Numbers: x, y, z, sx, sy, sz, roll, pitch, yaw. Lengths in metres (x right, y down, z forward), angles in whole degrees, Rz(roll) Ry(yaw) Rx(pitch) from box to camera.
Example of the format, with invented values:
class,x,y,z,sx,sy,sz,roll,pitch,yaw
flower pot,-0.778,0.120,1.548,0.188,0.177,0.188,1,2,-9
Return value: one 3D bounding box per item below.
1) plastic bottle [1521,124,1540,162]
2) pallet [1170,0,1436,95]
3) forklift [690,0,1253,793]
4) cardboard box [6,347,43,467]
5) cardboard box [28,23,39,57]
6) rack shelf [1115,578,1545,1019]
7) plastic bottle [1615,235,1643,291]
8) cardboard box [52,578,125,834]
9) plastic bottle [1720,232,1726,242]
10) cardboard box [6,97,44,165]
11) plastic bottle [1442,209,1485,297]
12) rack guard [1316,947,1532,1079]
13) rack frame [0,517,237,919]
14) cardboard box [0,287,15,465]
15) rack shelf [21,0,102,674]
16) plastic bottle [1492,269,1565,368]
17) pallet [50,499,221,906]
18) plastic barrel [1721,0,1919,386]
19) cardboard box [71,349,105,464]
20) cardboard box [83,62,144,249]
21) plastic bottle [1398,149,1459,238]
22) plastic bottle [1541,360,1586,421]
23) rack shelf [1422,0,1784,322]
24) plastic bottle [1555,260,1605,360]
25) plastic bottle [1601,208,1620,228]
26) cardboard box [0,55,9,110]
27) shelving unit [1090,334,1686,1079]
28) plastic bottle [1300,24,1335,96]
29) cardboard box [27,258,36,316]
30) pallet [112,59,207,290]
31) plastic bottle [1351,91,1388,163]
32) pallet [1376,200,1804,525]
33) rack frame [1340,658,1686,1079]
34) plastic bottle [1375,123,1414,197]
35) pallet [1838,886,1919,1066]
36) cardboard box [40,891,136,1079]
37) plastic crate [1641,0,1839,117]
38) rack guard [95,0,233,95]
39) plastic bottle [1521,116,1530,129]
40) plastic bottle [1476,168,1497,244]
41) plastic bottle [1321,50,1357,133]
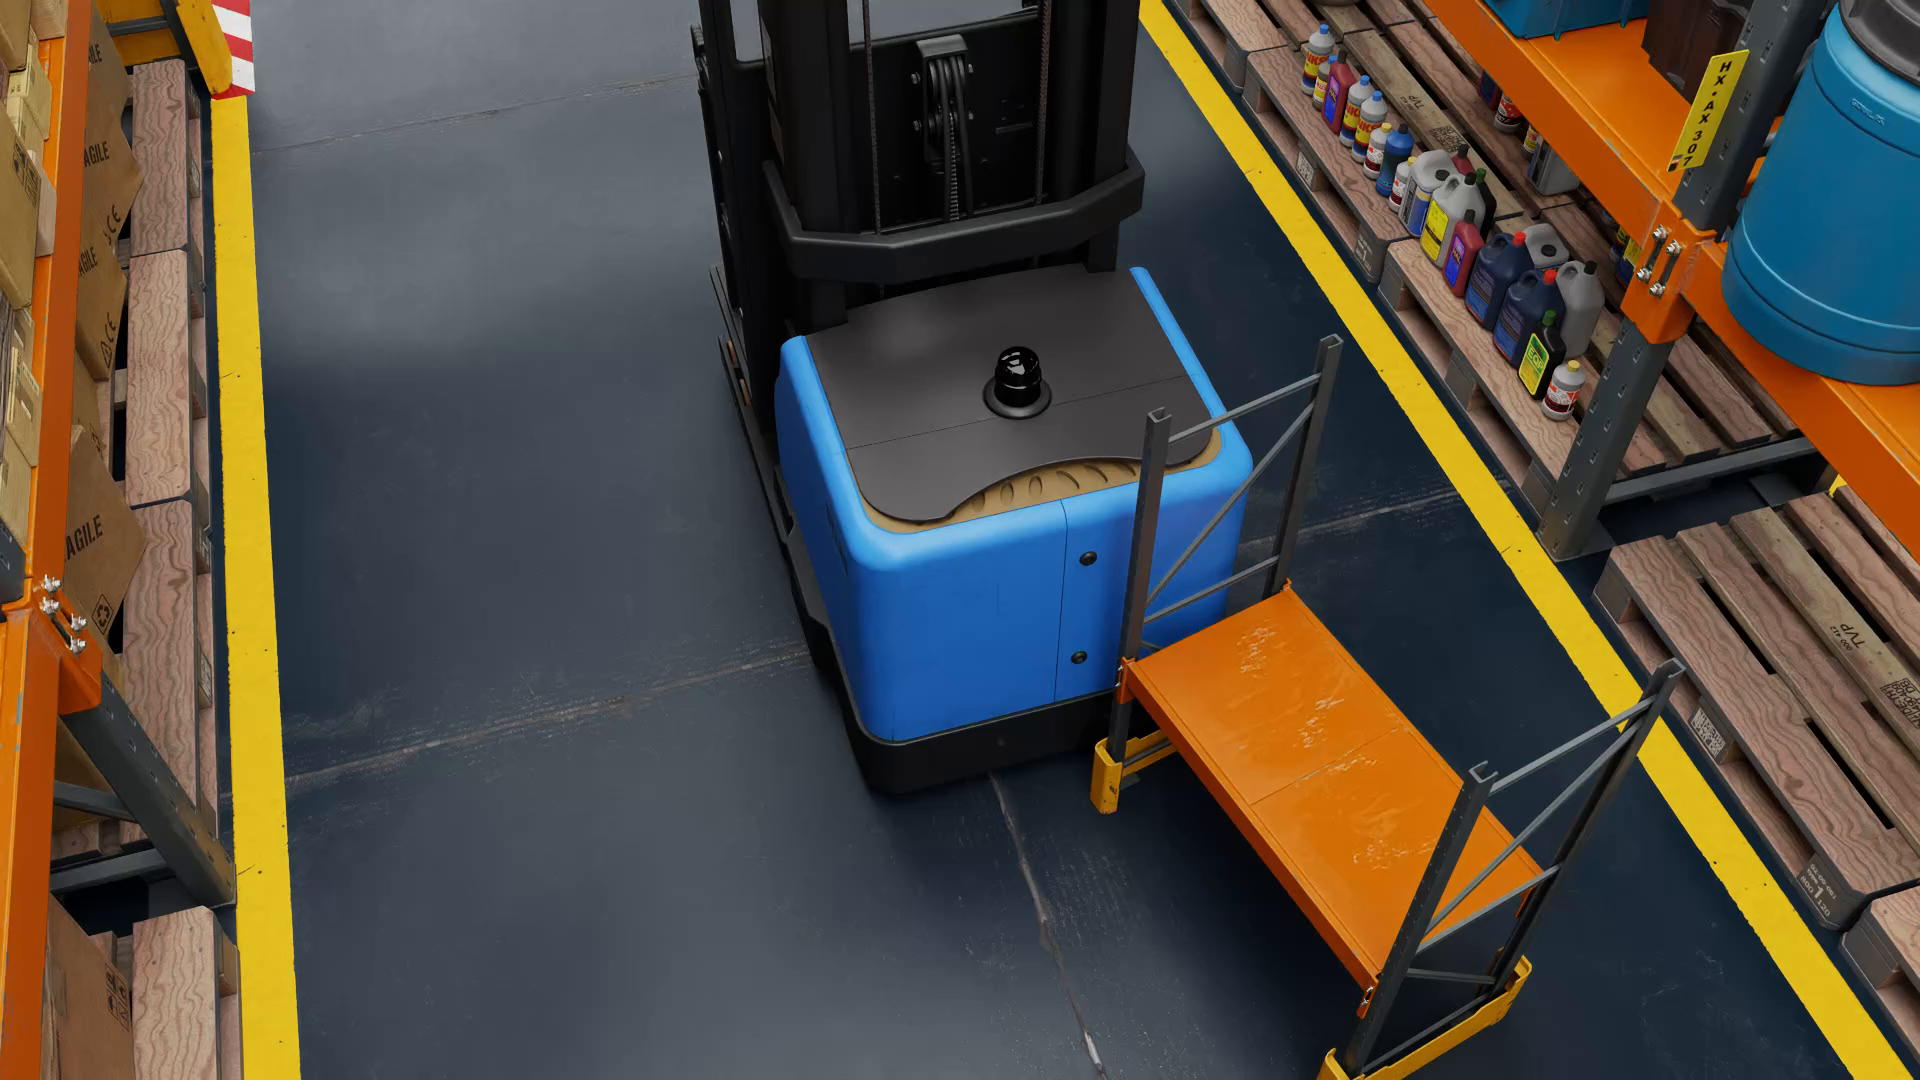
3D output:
class,x,y,z,sx,sy,sz,roll,pitch,yaw
plastic bottle,2.129,-1.495,6.091,0.097,0.201,0.097,0,50,0
pallet,1.430,-2.430,7.160,1.003,0.211,1.213,-13,51,-11
forklift,-0.183,-1.406,4.518,1.130,2.935,3.031,-13,51,-11
cardboard box,-2.259,-0.256,3.668,0.380,0.149,0.250,-13,51,-11
cardboard box,-2.771,-1.336,4.578,0.380,0.149,0.250,-13,51,-11
rack shelf,0.872,0.585,4.011,0.538,0.185,1.000,-24,54,-19
plastic bottle,2.330,-0.985,5.564,0.144,0.351,0.185,-13,51,-11
cardboard box,-2.501,0.443,4.275,0.500,0.500,0.500,-15,51,-12
plastic bottle,2.468,-1.018,5.591,0.144,0.351,0.185,-12,51,-10
cardboard box,-2.590,-0.978,4.277,0.380,0.149,0.250,-13,51,-11
plastic bottle,1.700,-0.968,5.593,0.061,0.283,0.133,-10,51,-9
rack guard,1.124,1.209,4.067,0.587,0.250,0.087,-24,54,-19
rack frame,-2.421,0.073,3.226,1.000,3.000,0.127,-13,51,-11
cardboard box,-2.495,-0.397,3.363,0.875,0.500,0.500,-13,51,-11
rack shelf,-3.012,-1.155,4.733,1.077,0.370,4.000,-13,51,-11
plastic bottle,1.845,-0.740,5.356,0.144,0.351,0.185,-15,51,-12
pallet,-2.653,0.490,4.699,1.003,0.211,1.213,-13,51,-11
plastic barrel,2.135,-0.857,3.683,0.600,0.901,0.708,-13,51,-11
cardboard box,-2.936,-0.410,4.994,0.500,0.500,0.500,-17,52,-14
cardboard box,-3.226,-1.289,5.735,0.500,0.500,0.500,-2,50,-1
plastic bottle,1.648,-1.211,5.803,0.152,0.276,0.135,-12,51,-10
plastic bottle,1.906,-0.481,5.236,0.097,0.201,0.097,0,50,0
rack shelf,1.719,-2.275,5.677,1.077,0.370,4.000,-13,51,-11
plastic bottle,1.982,-0.772,5.384,0.144,0.351,0.185,-13,51,-11
plastic bottle,2.333,-1.229,5.821,0.097,0.271,0.097,0,50,0
cardboard box,-2.853,-1.113,3.966,0.875,0.500,0.500,-13,51,-11
shelving unit,0.877,0.475,3.868,0.587,1.500,1.083,-24,54,-19
plastic bottle,1.366,-1.836,6.332,0.097,0.271,0.097,0,50,0
cardboard box,-2.442,-0.613,3.969,0.380,0.149,0.250,-13,51,-11
pallet,-3.375,-1.292,6.202,1.003,0.211,1.213,-13,51,-11
plastic bottle,1.497,-1.512,6.060,0.097,0.271,0.097,0,50,0
pallet,2.152,-0.648,5.658,1.003,0.211,1.213,-13,51,-11
rack frame,1.125,0.807,3.589,0.500,1.500,0.032,-24,54,-19
plastic bottle,1.557,-1.364,5.935,0.097,0.271,0.097,0,50,0
pallet,2.944,1.310,4.008,1.003,0.211,1.213,-13,51,-11
cardboard box,-2.260,1.191,3.632,0.700,0.500,0.500,-17,52,-14
plastic crate,2.277,-1.438,4.541,0.767,0.338,0.504,-13,51,-11
rack guard,-3.581,-1.987,6.598,1.175,0.500,0.348,-13,51,-11
plastic bottle,2.179,-1.698,6.213,0.152,0.276,0.135,-15,51,-12
plastic bottle,1.783,-1.136,5.735,0.061,0.283,0.133,-13,51,-11
plastic bottle,1.416,-1.670,6.185,0.061,0.283,0.133,-13,51,-10
